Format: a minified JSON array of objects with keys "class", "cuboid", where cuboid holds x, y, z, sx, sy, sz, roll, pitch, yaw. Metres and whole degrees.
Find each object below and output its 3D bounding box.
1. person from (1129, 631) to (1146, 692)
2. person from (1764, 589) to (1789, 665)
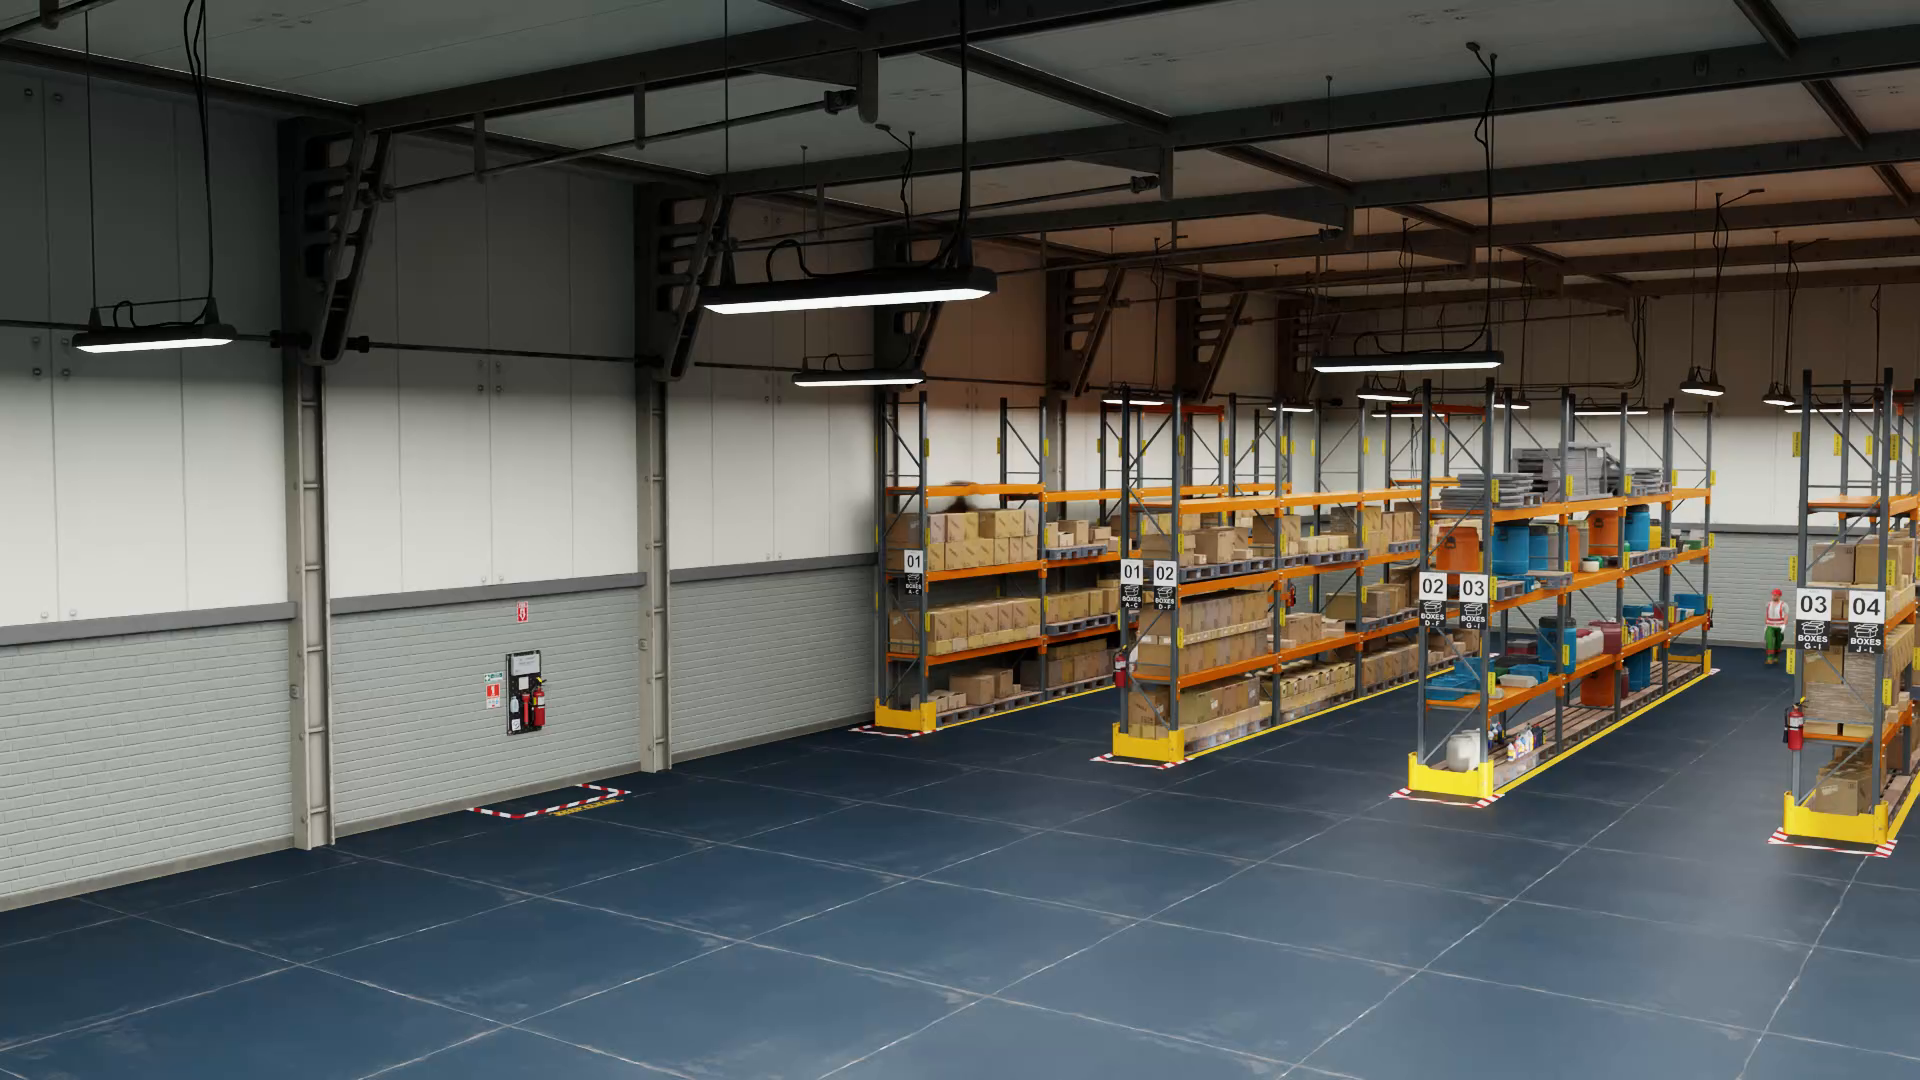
[{"class":"person","cuboid":[3.229,2.455,29.959,0.410,1.757,0.637,2,4,31]},{"class":"person","cuboid":[18.691,1.990,38.054,0.506,1.728,1.050,2,4,26]}]
